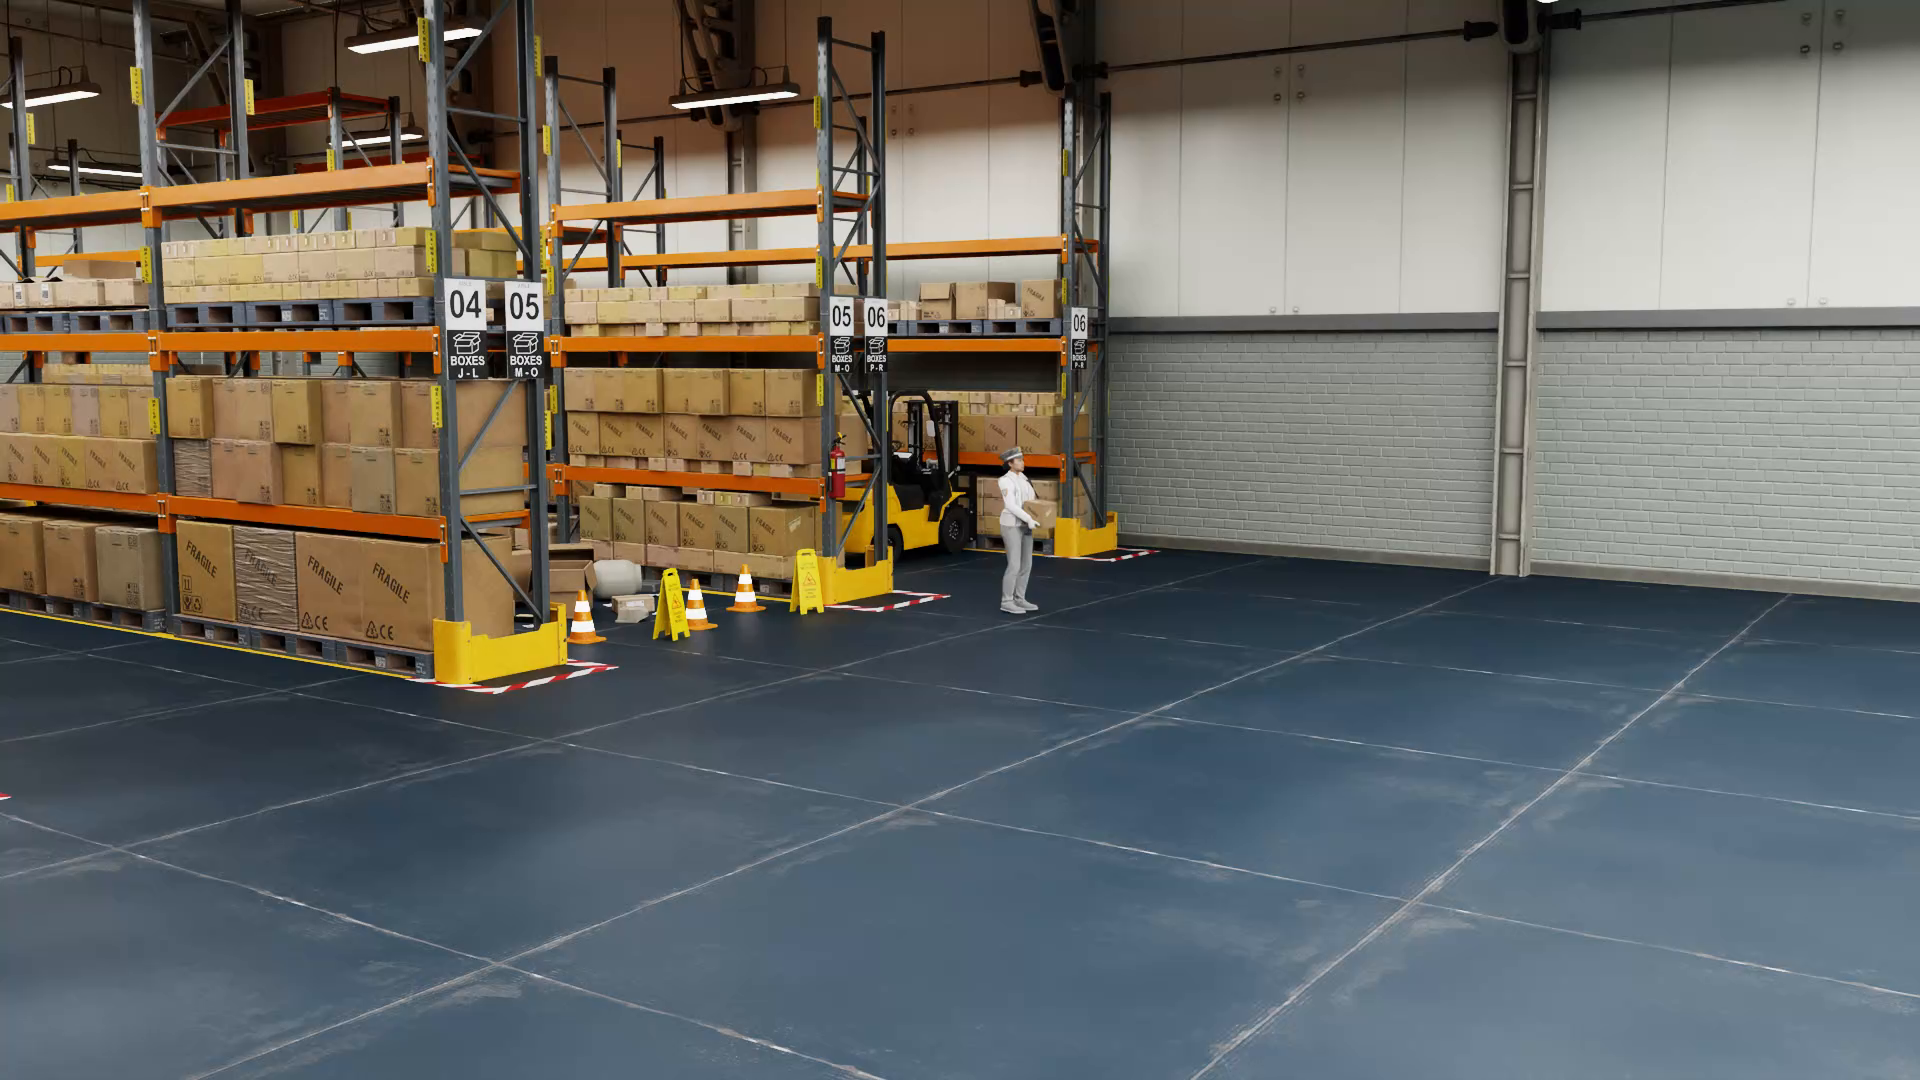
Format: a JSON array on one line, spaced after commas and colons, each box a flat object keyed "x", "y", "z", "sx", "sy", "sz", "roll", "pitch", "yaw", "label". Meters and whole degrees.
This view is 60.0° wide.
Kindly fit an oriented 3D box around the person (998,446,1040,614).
[{"x": 0.641, "y": -0.110, "z": 16.868, "sx": 0.564, "sy": 1.686, "sz": 0.460, "roll": 4, "pitch": 8, "yaw": 34, "label": "person"}]
